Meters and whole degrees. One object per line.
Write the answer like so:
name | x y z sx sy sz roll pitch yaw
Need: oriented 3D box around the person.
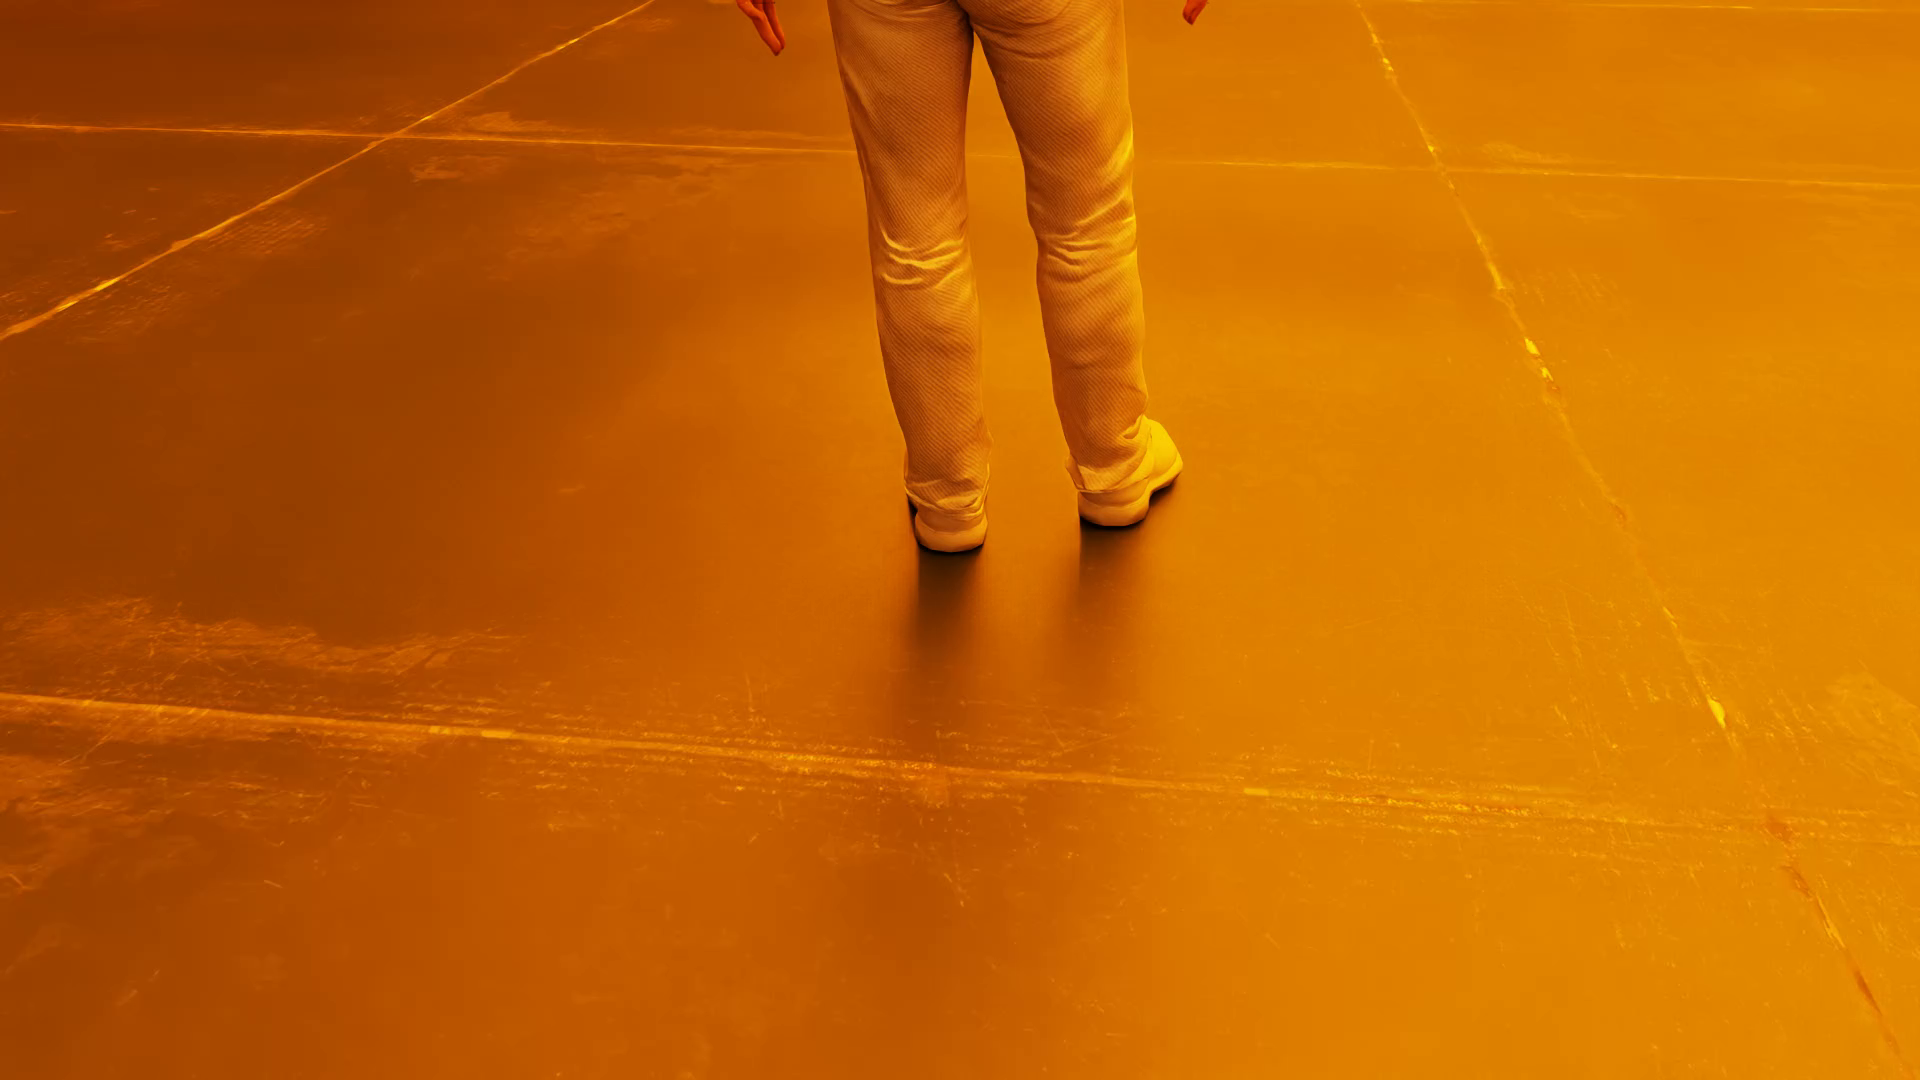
person | 0.016 -0.827 2.163 0.665 1.765 0.577 3 27 7
